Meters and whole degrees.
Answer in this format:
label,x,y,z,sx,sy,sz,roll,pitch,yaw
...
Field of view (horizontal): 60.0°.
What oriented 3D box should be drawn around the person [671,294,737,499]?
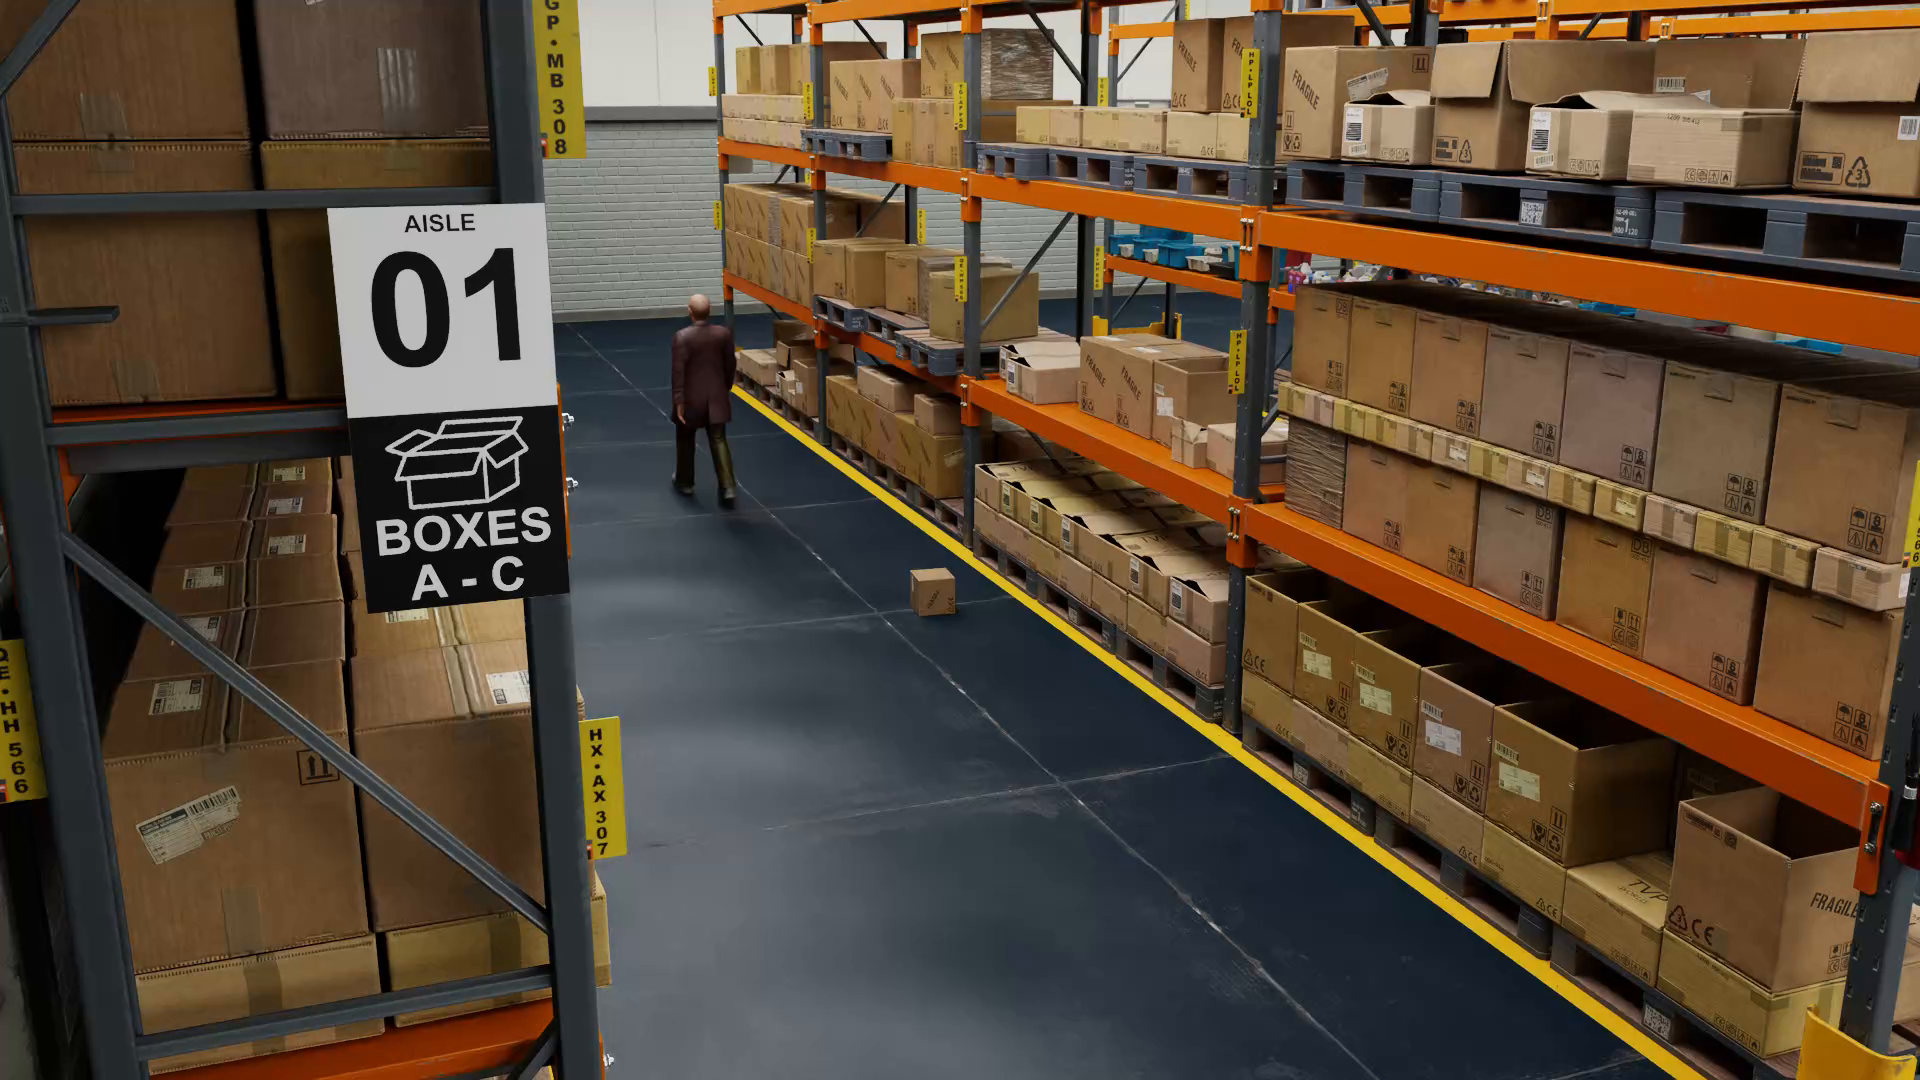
label,x,y,z,sx,sy,sz,roll,pitch,yaw
person,-2.180,-1.217,13.997,0.587,1.739,0.987,-7,17,-23
